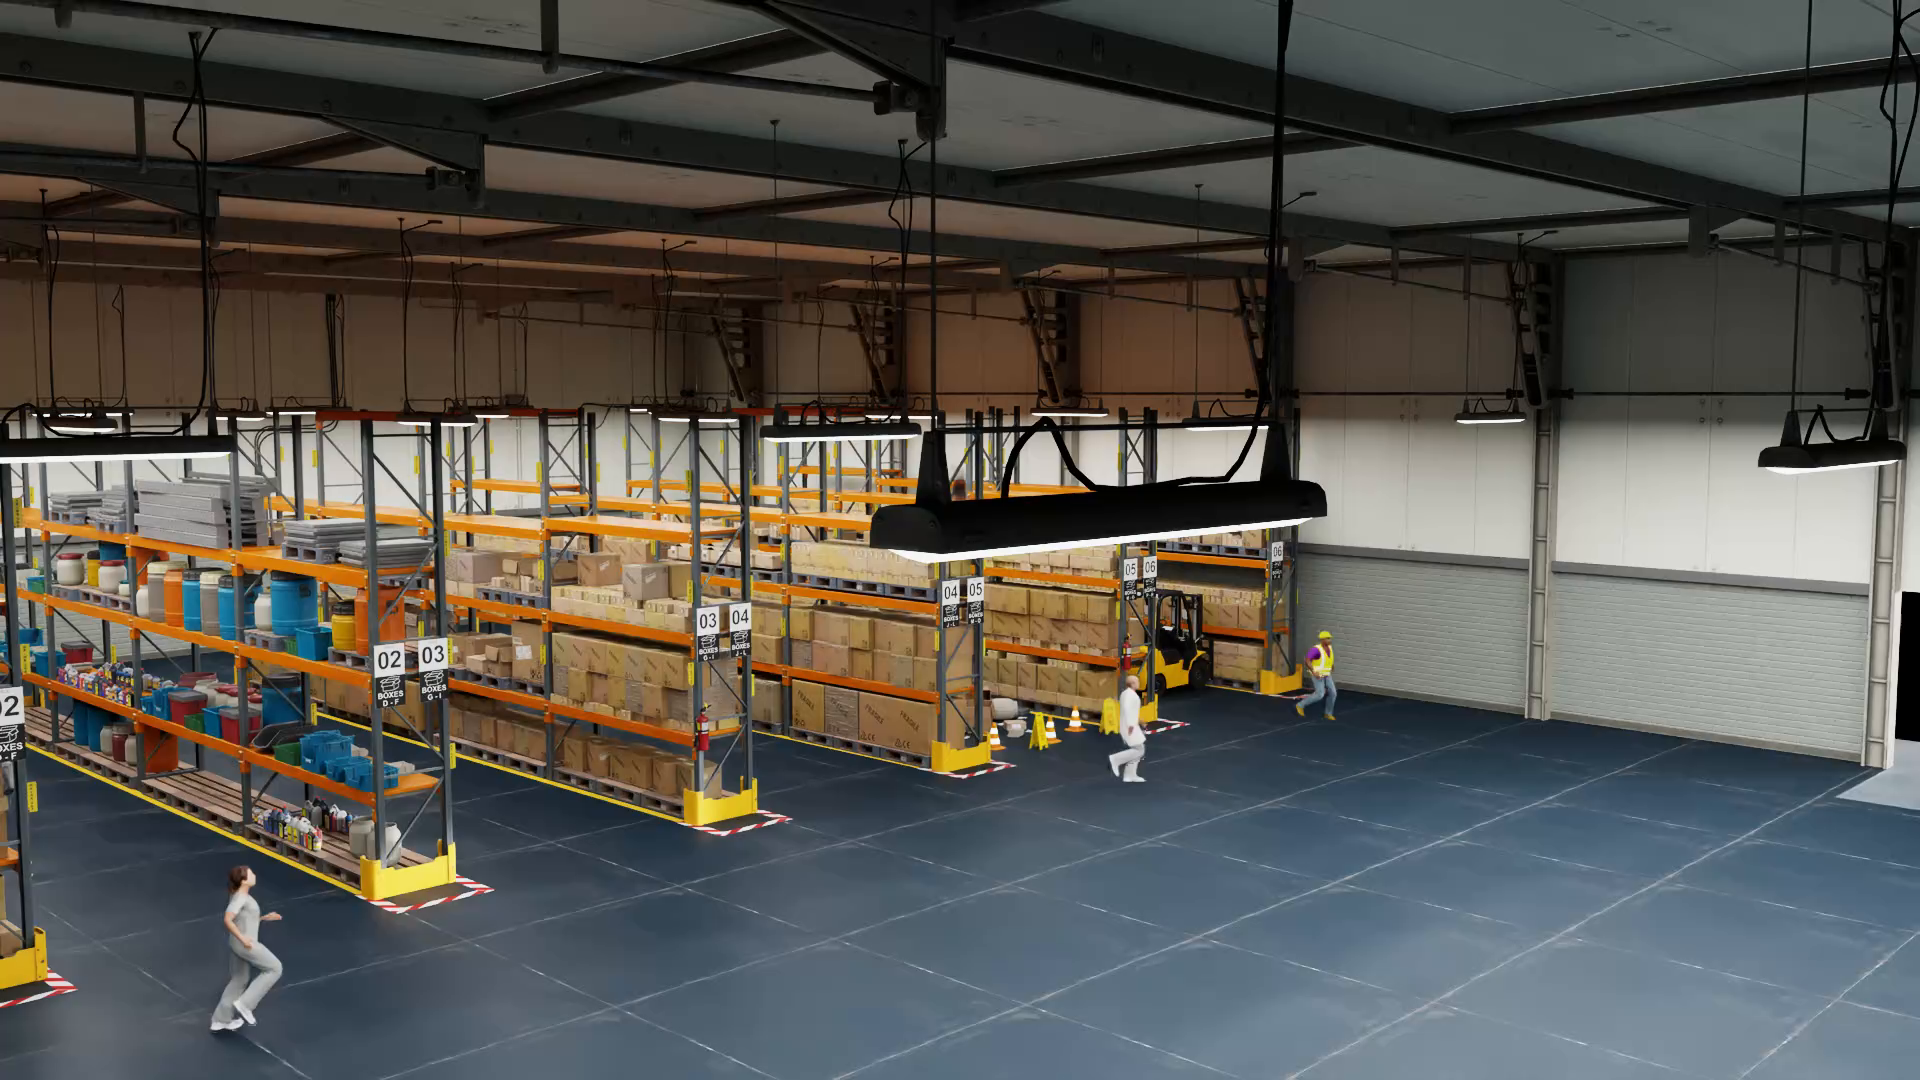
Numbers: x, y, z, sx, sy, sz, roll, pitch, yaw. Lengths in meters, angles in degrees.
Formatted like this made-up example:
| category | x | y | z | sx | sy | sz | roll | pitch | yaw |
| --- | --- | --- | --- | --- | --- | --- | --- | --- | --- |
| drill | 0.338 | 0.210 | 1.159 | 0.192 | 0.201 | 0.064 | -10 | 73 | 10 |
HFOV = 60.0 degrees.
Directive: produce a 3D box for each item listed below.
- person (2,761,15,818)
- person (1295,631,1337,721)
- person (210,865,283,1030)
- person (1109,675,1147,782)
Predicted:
| category | x | y | z | sx | sy | sz | roll | pitch | yaw |
| --- | --- | --- | --- | --- | --- | --- | --- | --- | --- |
| person | -14.222 | 3.322 | 24.676 | 0.531 | 1.659 | 0.604 | 5 | 7 | 43 |
| person | 6.981 | 2.644 | 32.249 | 0.663 | 1.756 | 0.887 | 5 | 7 | 44 |
| person | -7.089 | 4.037 | 16.517 | 0.707 | 1.629 | 0.581 | -3 | 6 | -33 |
| person | 2.745 | 3.082 | 27.091 | 0.660 | 1.748 | 0.724 | 0 | 5 | -5 |
